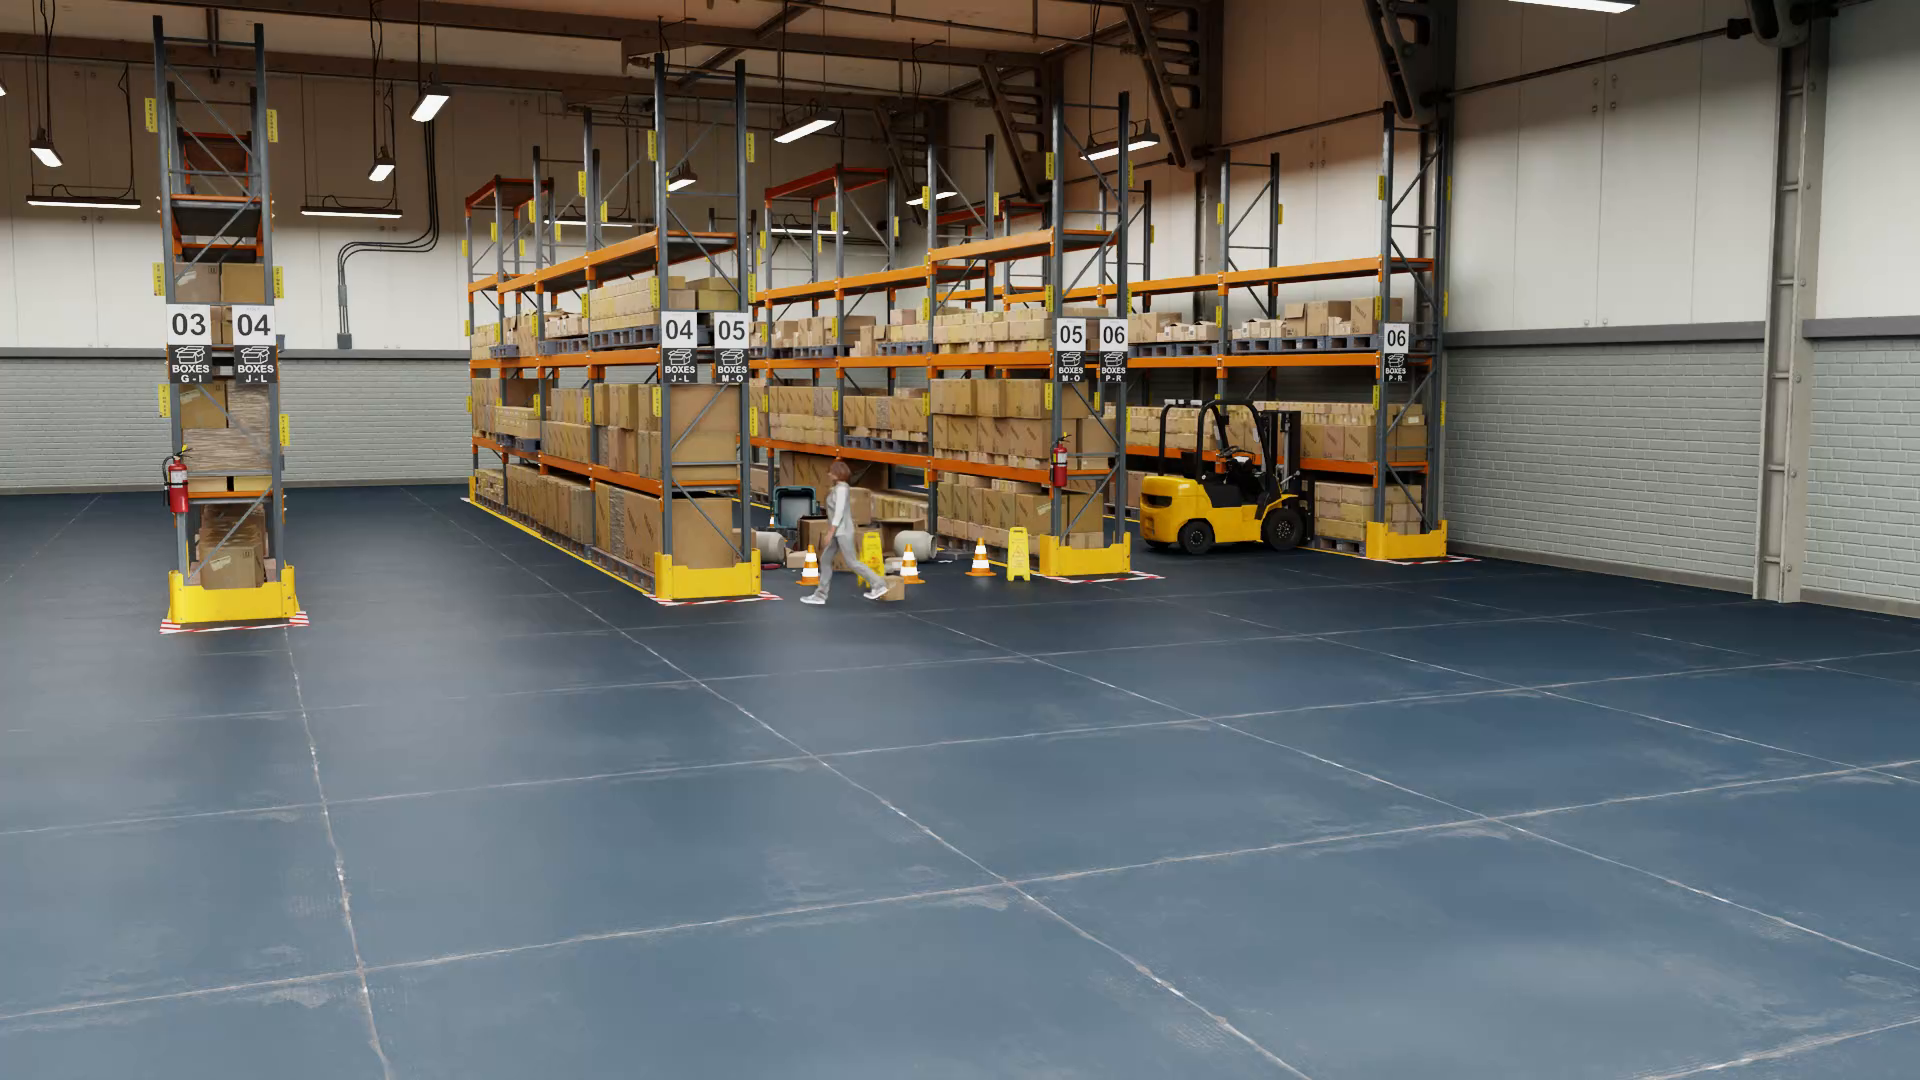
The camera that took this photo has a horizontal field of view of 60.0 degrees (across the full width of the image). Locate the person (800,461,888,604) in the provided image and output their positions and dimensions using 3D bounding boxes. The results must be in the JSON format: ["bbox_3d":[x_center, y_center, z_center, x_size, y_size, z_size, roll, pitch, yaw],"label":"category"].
[{"bbox_3d":[-1.259,-0.077,17.990,0.942,1.552,0.435,-1,6,-8],"label":"person"}]
